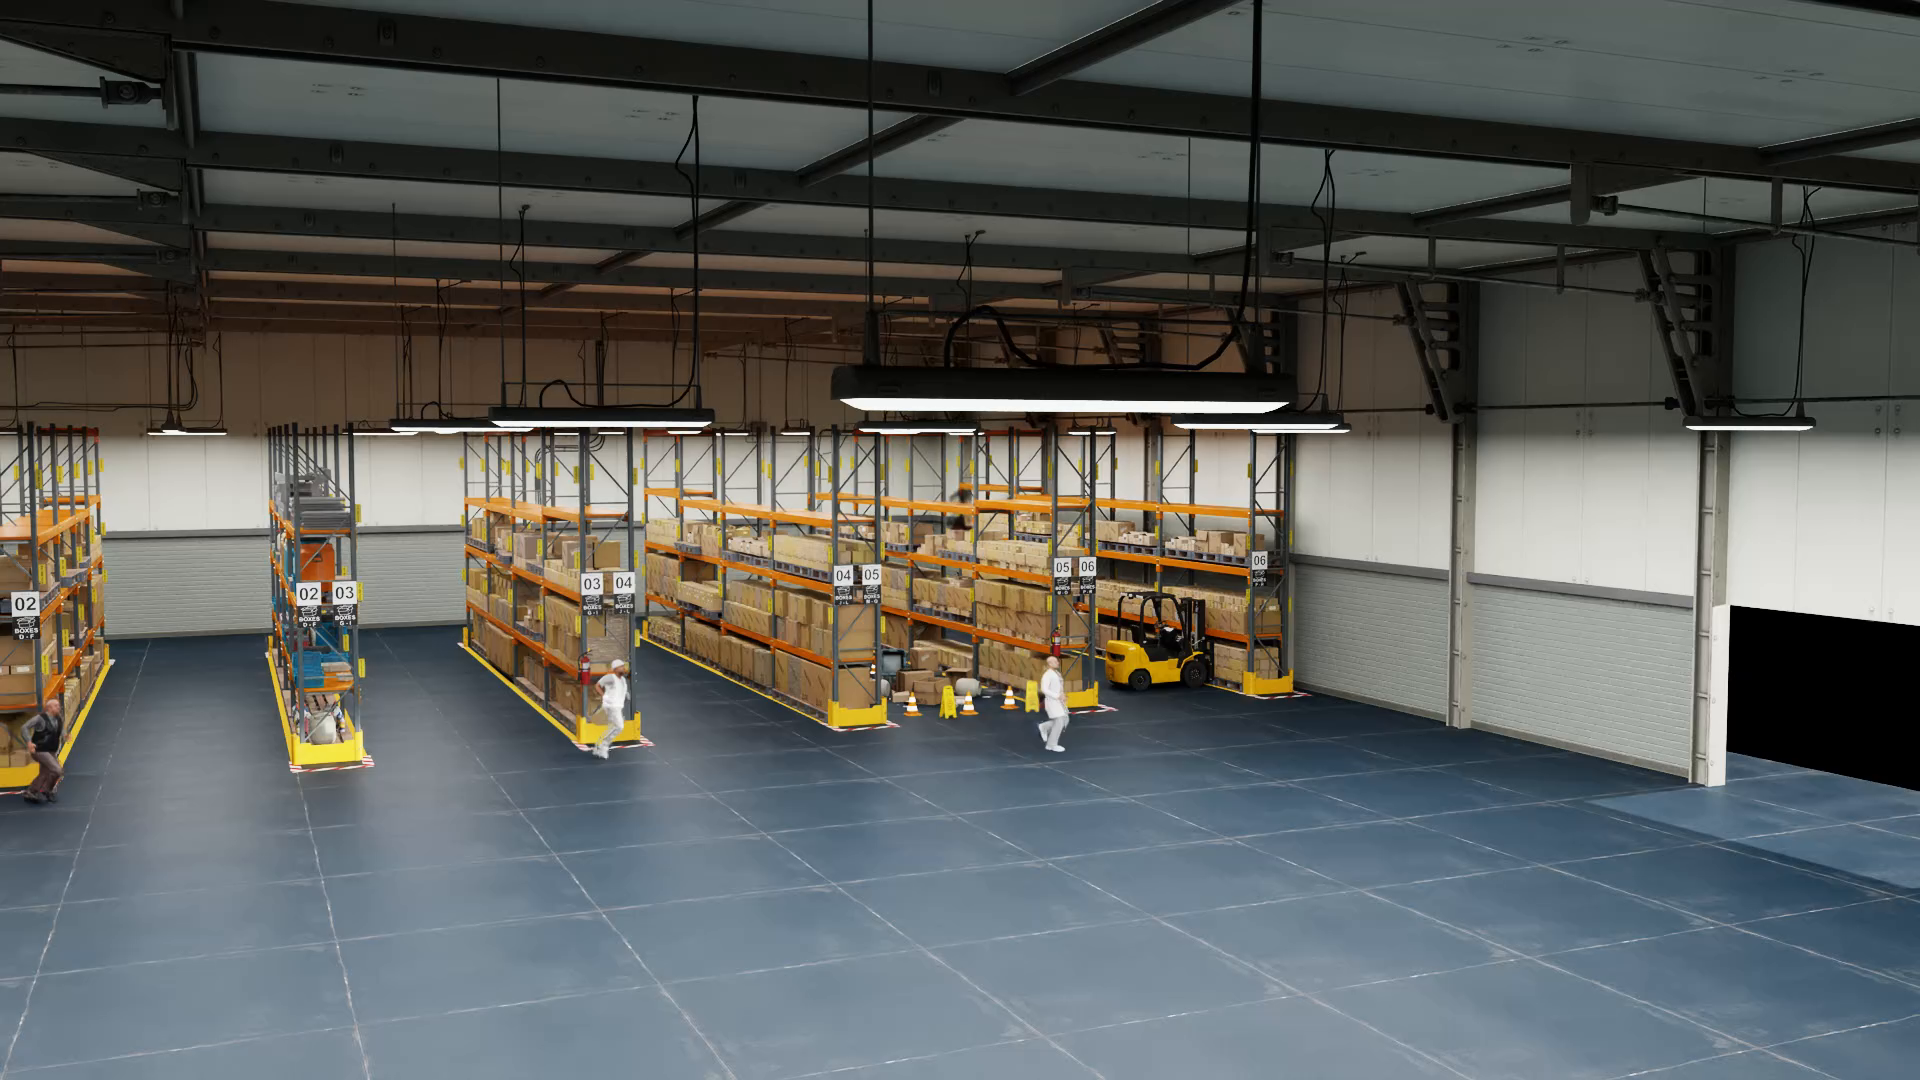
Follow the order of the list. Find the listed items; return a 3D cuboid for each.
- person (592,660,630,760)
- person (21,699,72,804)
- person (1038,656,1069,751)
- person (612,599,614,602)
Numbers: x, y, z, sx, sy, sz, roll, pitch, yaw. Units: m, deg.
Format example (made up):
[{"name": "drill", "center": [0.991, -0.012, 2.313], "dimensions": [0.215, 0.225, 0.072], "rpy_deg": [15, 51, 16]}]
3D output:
[{"name": "person", "center": [-6.242, 3.030, 29.933], "dimensions": [0.631, 1.742, 0.737], "rpy_deg": [1, 4, 14]}, {"name": "person", "center": [-14.322, 3.320, 26.057], "dimensions": [0.792, 1.662, 0.680], "rpy_deg": [0, 4, 8]}, {"name": "person", "center": [1.704, 3.001, 30.511], "dimensions": [0.637, 1.734, 0.711], "rpy_deg": [1, 4, 22]}, {"name": "person", "center": [-9.776, 1.933, 48.184], "dimensions": [0.700, 1.734, 0.613], "rpy_deg": [2, 4, 33]}]
